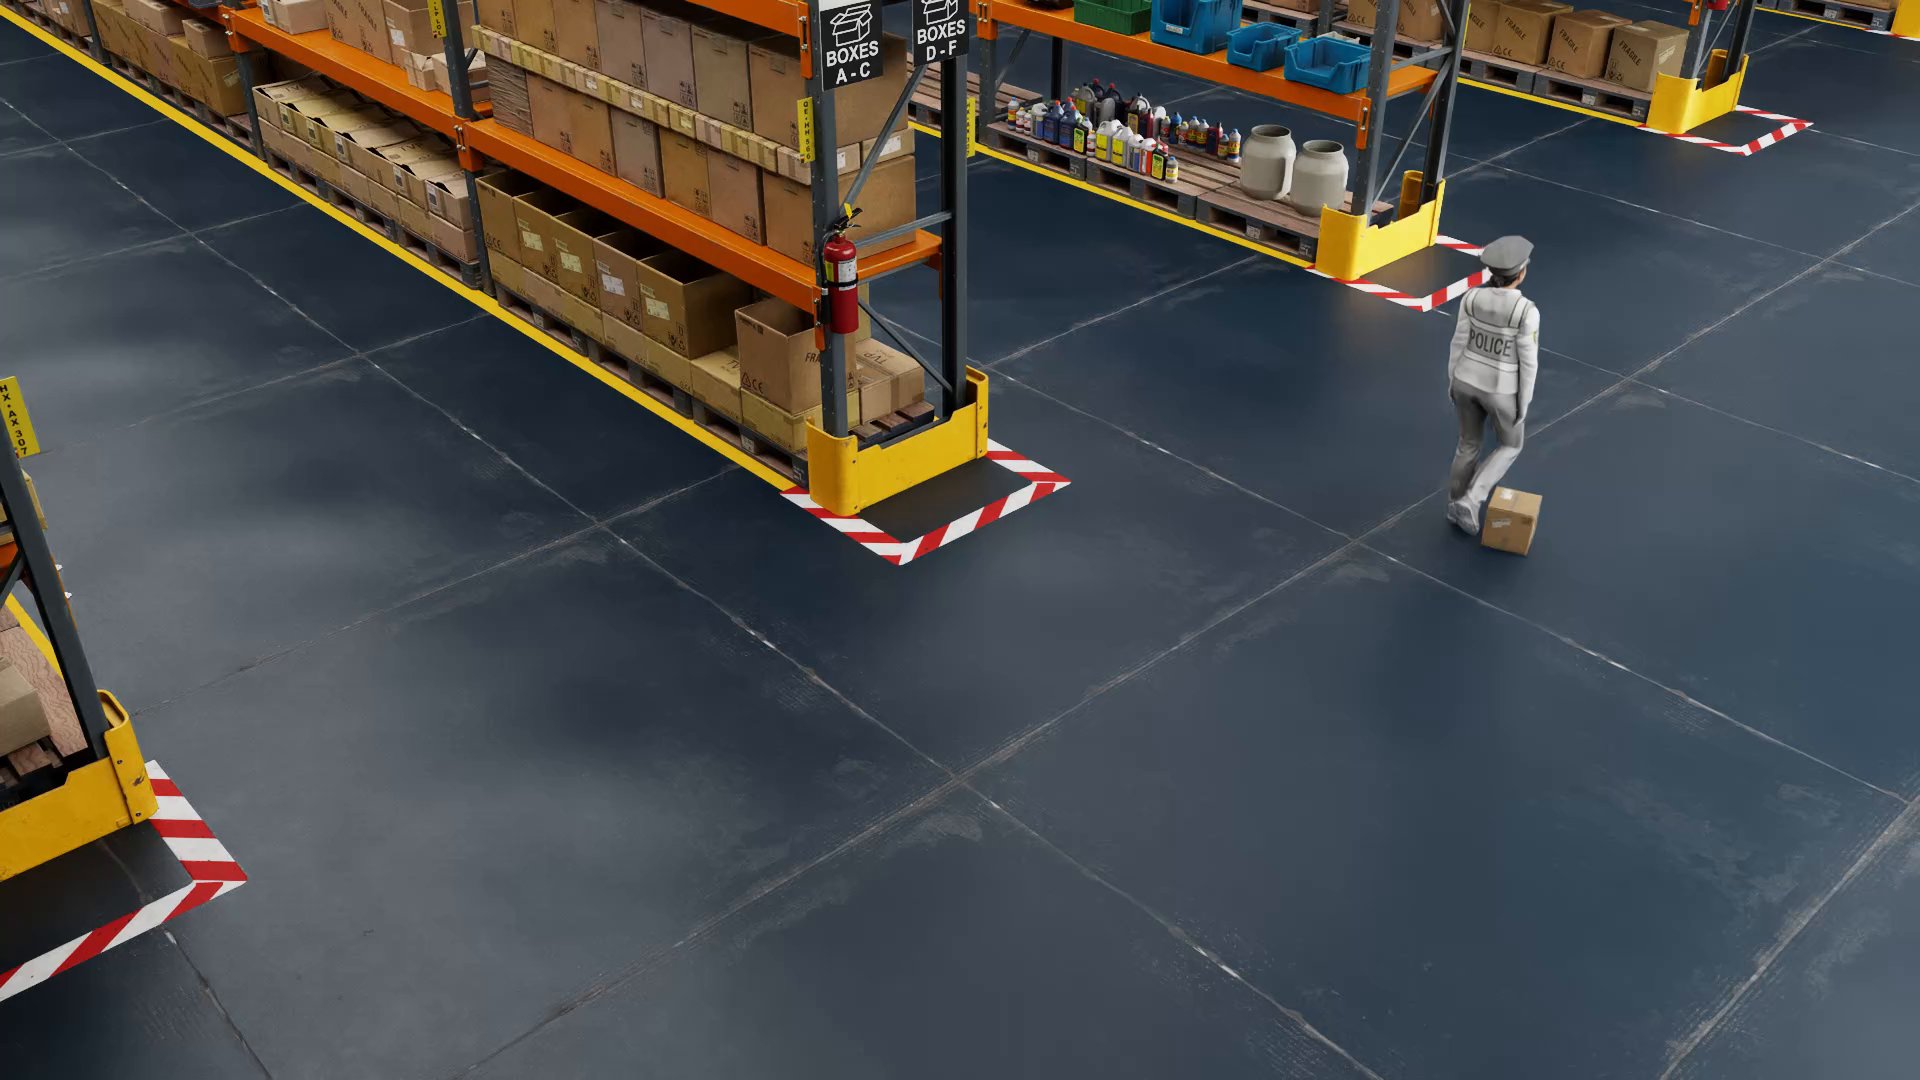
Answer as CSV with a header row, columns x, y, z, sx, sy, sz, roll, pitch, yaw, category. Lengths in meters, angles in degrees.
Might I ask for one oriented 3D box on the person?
x,y,z,sx,sy,sz,roll,pitch,yaw,category
2.817,-0.803,8.916,0.493,1.677,0.497,25,40,34,person
